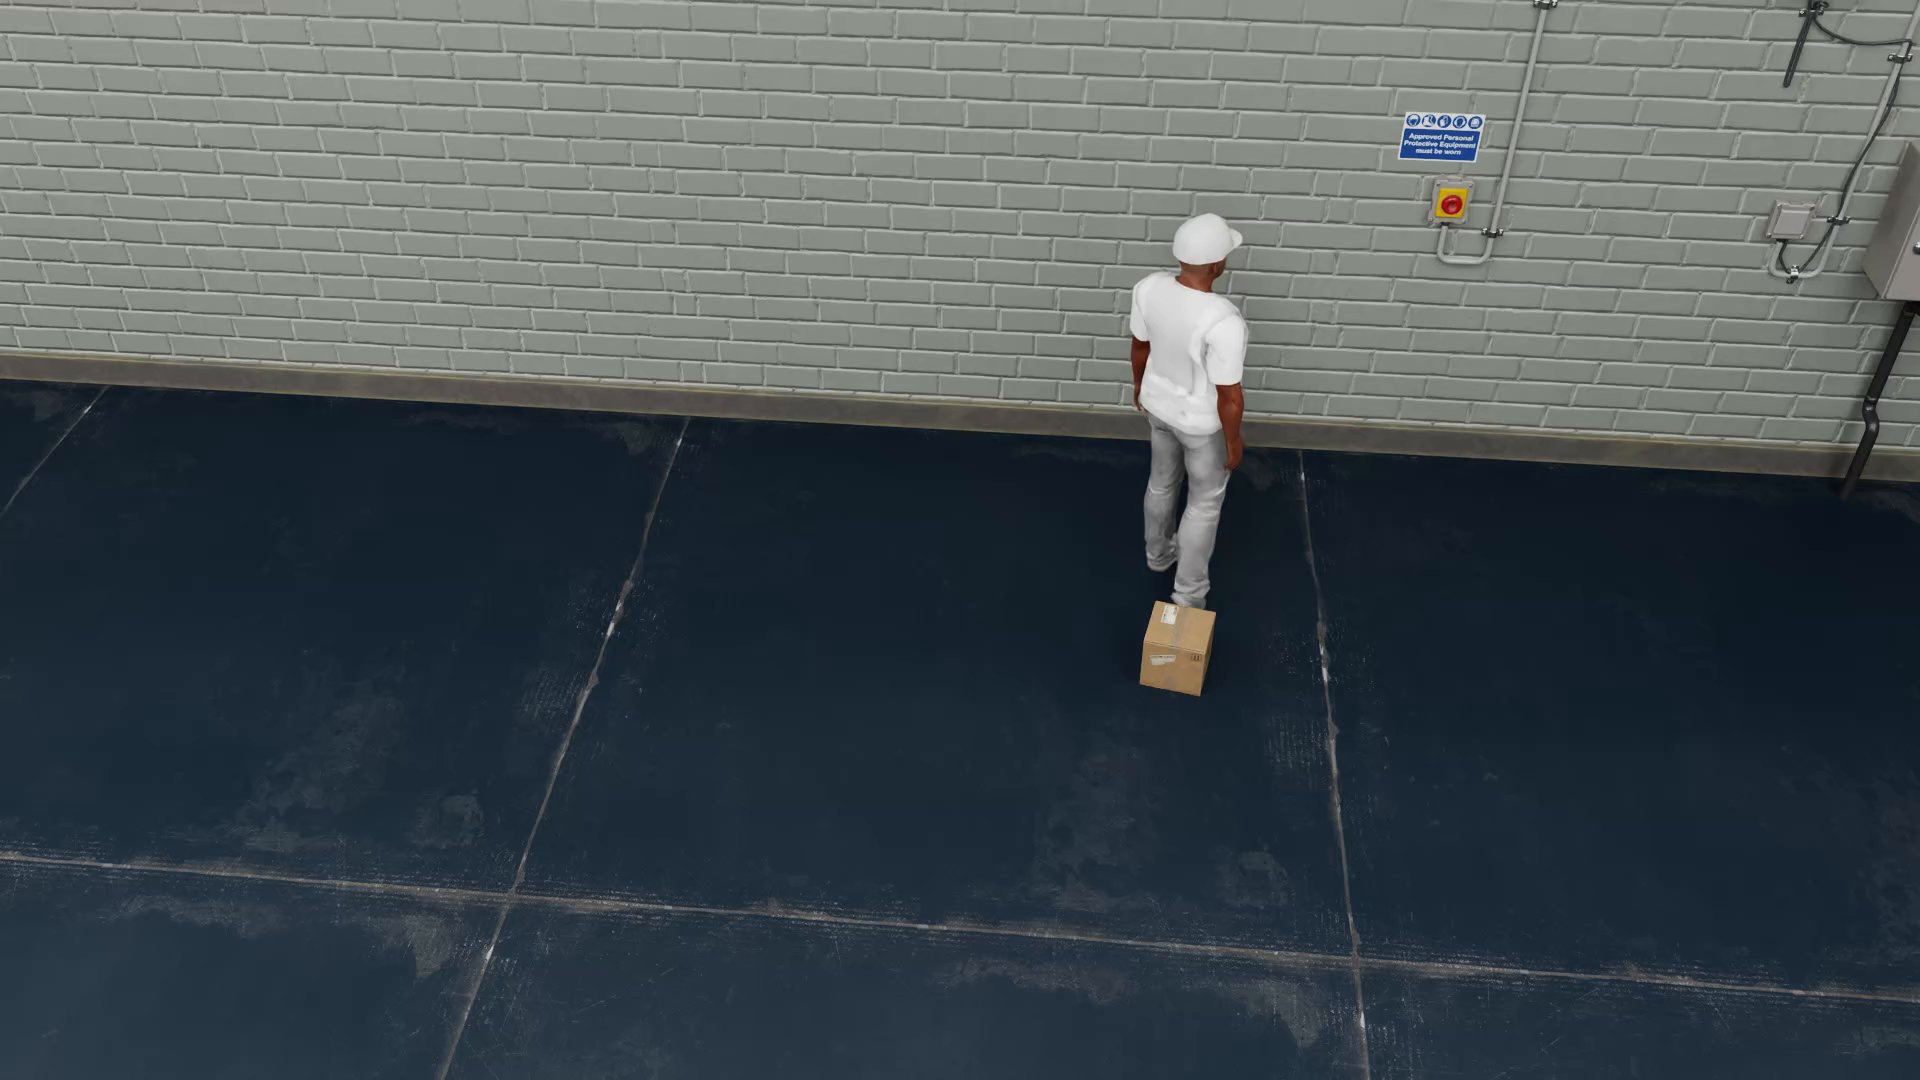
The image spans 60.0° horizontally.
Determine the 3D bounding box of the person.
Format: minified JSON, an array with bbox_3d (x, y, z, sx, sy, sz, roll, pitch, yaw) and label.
[{"bbox_3d":[0.955,-0.516,6.813,0.438,1.848,0.562,-29,48,-30],"label":"person"}]
